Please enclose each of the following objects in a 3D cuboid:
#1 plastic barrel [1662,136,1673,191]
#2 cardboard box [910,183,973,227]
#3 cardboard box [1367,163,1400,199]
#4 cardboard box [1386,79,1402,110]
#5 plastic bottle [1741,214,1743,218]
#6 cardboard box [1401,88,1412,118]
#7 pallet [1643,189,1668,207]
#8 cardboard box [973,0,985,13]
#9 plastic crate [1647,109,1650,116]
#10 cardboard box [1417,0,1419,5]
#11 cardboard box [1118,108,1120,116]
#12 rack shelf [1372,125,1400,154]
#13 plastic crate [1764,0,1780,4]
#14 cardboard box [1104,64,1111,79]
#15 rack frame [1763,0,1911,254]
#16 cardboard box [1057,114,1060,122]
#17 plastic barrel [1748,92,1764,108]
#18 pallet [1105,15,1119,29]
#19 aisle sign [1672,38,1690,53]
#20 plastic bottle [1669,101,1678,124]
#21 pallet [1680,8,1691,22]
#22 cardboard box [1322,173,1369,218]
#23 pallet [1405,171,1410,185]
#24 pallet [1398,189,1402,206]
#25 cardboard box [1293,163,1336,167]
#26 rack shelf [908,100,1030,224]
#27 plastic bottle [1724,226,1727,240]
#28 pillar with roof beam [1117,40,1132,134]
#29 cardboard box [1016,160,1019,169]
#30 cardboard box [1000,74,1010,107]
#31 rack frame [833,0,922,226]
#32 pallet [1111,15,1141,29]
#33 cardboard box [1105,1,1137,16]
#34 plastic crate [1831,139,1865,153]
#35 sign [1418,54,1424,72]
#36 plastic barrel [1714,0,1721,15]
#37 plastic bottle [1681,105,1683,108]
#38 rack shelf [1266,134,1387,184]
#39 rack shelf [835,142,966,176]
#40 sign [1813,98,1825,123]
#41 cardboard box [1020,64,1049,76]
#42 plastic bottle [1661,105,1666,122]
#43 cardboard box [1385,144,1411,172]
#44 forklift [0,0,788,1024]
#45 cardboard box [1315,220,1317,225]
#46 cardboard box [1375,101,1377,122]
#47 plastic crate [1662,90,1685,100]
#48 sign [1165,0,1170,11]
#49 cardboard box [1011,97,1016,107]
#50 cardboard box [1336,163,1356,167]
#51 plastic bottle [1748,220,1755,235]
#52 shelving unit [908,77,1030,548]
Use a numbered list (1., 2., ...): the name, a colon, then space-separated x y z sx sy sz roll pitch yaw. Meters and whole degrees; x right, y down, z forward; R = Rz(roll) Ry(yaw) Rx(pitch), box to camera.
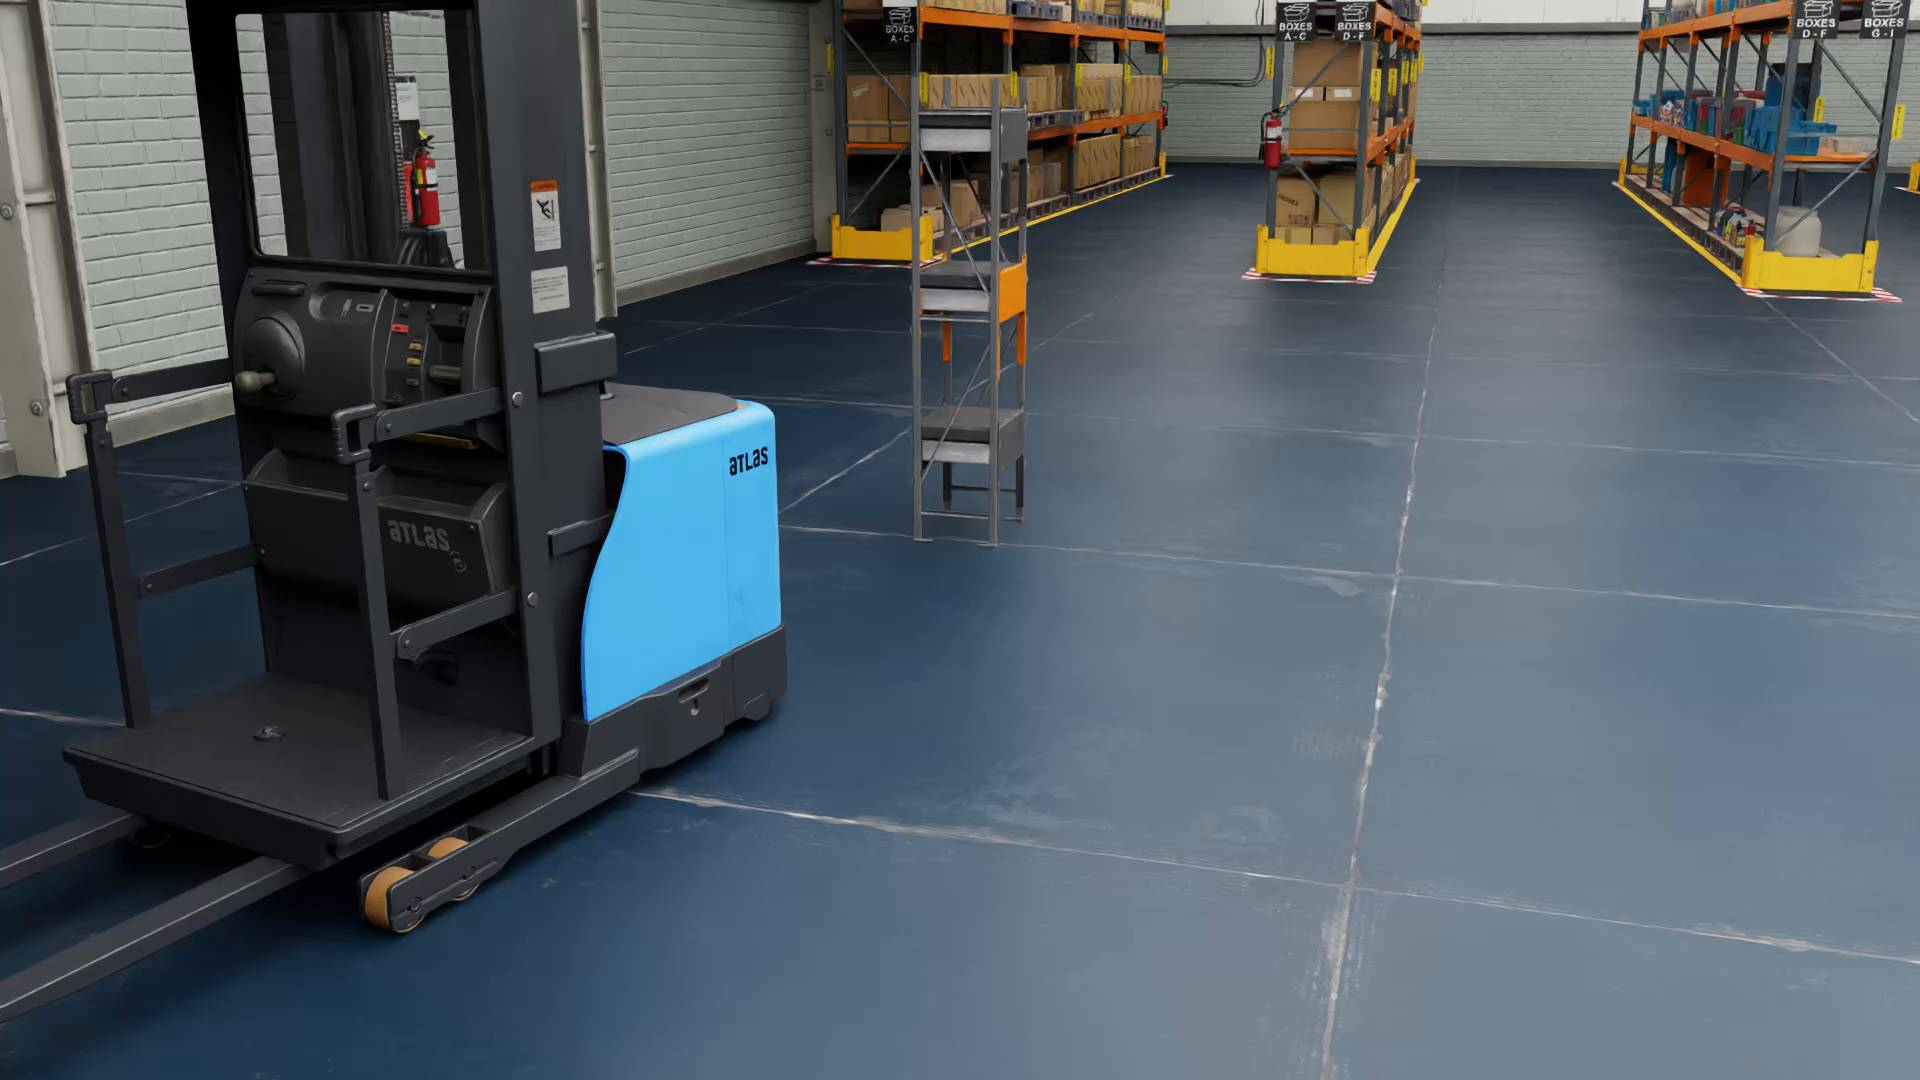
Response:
1. plastic barrel: 11.801 -6.156 27.111 0.600 0.901 0.708 5 16 16
2. cardboard box: -0.235 -4.253 21.103 0.700 0.500 0.500 4 16 12
3. cardboard box: 6.491 -5.549 25.670 0.500 0.500 0.500 5 17 18
4. cardboard box: 6.601 -7.091 26.380 0.700 0.500 0.500 8 18 26
5. plastic bottle: 9.146 -3.684 19.515 0.097 0.271 0.097 0 16 0
6. cardboard box: 7.630 -7.650 29.119 0.500 0.500 0.500 5 17 17
7. pallet: 11.713 -5.564 27.060 1.003 0.211 1.213 5 16 16
8. cardboard box: 0.017 -6.850 20.765 0.500 0.500 0.500 4 16 14
9. plastic crate: 12.033 -7.315 28.515 0.437 0.125 0.590 5 16 16
10. cardboard box: 7.894 -9.470 29.580 0.500 0.250 0.500 5 16 16
11. cardboard box: 2.649 -7.651 29.730 0.380 0.149 0.250 5 17 16
12. rack shelf: 5.519 -5.574 23.301 1.077 0.370 4.000 5 16 16
13. plastic crate: 8.815 -5.922 17.745 0.392 0.384 0.575 5 16 16
14. cardboard box: 2.287 -8.026 28.489 0.500 0.250 0.500 5 17 17
15. rack frame: 8.562 -3.965 16.311 1.000 3.000 0.127 5 16 16
16. cardboard box: 1.653 -6.783 26.670 0.380 0.149 0.250 4 16 15
17. plastic barrel: 10.389 -5.502 21.481 0.433 0.535 0.433 0 16 0
18. pallet: 2.260 -8.980 28.846 0.805 0.209 1.217 4 16 14
19. aisle sign: 13.410 -9.398 30.701 0.394 0.787 0.004 5 16 16
20. plastic bottle: 11.042 -6.594 25.670 0.144 0.351 0.185 5 16 16
21. pallet: 11.524 -7.947 25.199 1.003 0.211 1.213 5 16 16
22. cardboard box: 4.450 -3.976 19.244 0.500 0.500 0.500 5 16 16
23. pallet: 8.114 -6.966 32.002 1.003 0.211 1.213 5 16 16
24. pallet: 6.685 -5.612 27.228 1.003 0.211 1.213 5 16 16
25. cardboard box: 4.519 -4.539 21.232 0.500 0.500 0.500 5 16 16
26. rack shelf: 0.047 -1.714 7.508 0.431 0.518 0.480 5 16 16
27. plastic bottle: 8.915 -3.576 19.262 0.097 0.201 0.097 0 16 0
28. pillar with roof beam: 7.676 -12.245 34.509 9.100 9.000 0.400 5 16 16
29. cardboard box: 0.660 -5.595 24.459 0.500 0.250 0.500 4 16 14
30. cardboard box: 0.362 -5.930 22.104 0.500 0.500 0.500 5 16 16
31. rack frame: -0.936 -4.733 19.019 1.000 3.000 0.127 5 16 16
32. pallet: 2.716 -9.486 30.443 1.003 0.211 1.213 5 16 16
33. cardboard box: 2.923 -9.654 30.194 0.500 0.250 0.500 5 16 16
34. plastic crate: 9.125 -4.047 17.084 0.298 0.136 0.250 5 16 16
35. sign: 8.887 -9.197 32.055 0.100 0.325 0.005 5 16 16
36. plastic barrel: 10.007 -7.188 21.258 0.600 0.901 0.708 5 16 16
37. plastic bottle: 11.358 -6.699 26.178 0.152 0.276 0.135 5 16 16
38. rack shelf: 4.382 -4.527 19.611 1.077 0.370 4.000 5 16 16
39. rack shelf: -0.368 -4.910 20.962 1.077 0.370 4.000 5 16 16
40. sign: 10.223 -5.099 19.802 0.100 0.325 0.005 5 16 16
41. cardboard box: 1.217 -7.526 26.728 0.500 0.250 0.500 5 17 17
42. plastic bottle: 11.372 -6.857 26.736 0.152 0.276 0.135 5 16 16
43. cardboard box: 8.443 -7.384 32.139 0.500 0.500 0.500 5 16 16
44. forklift: -1.746 -0.541 4.367 1.130 2.935 3.031 9 18 28
45. cardboard box: 3.814 -3.524 19.026 0.500 0.250 0.500 5 16 16
46. cardboard box: 5.626 -6.051 23.482 0.500 0.500 0.500 4 16 13
47. plastic crate: 13.193 -8.095 30.696 0.616 0.435 0.499 5 16 16
48. sign: 4.127 -10.704 33.097 0.100 0.325 0.005 5 16 16
49. cardboard box: 0.378 -6.170 23.095 0.700 0.500 0.500 5 16 16
50. cardboard box: 5.657 -5.478 24.886 0.500 0.311 0.500 5 17 18
51. plastic bottle: 8.864 -3.440 18.632 0.061 0.283 0.133 5 16 16
52. shelving unit: 0.047 -1.053 7.696 0.431 2.100 0.503 5 16 16
